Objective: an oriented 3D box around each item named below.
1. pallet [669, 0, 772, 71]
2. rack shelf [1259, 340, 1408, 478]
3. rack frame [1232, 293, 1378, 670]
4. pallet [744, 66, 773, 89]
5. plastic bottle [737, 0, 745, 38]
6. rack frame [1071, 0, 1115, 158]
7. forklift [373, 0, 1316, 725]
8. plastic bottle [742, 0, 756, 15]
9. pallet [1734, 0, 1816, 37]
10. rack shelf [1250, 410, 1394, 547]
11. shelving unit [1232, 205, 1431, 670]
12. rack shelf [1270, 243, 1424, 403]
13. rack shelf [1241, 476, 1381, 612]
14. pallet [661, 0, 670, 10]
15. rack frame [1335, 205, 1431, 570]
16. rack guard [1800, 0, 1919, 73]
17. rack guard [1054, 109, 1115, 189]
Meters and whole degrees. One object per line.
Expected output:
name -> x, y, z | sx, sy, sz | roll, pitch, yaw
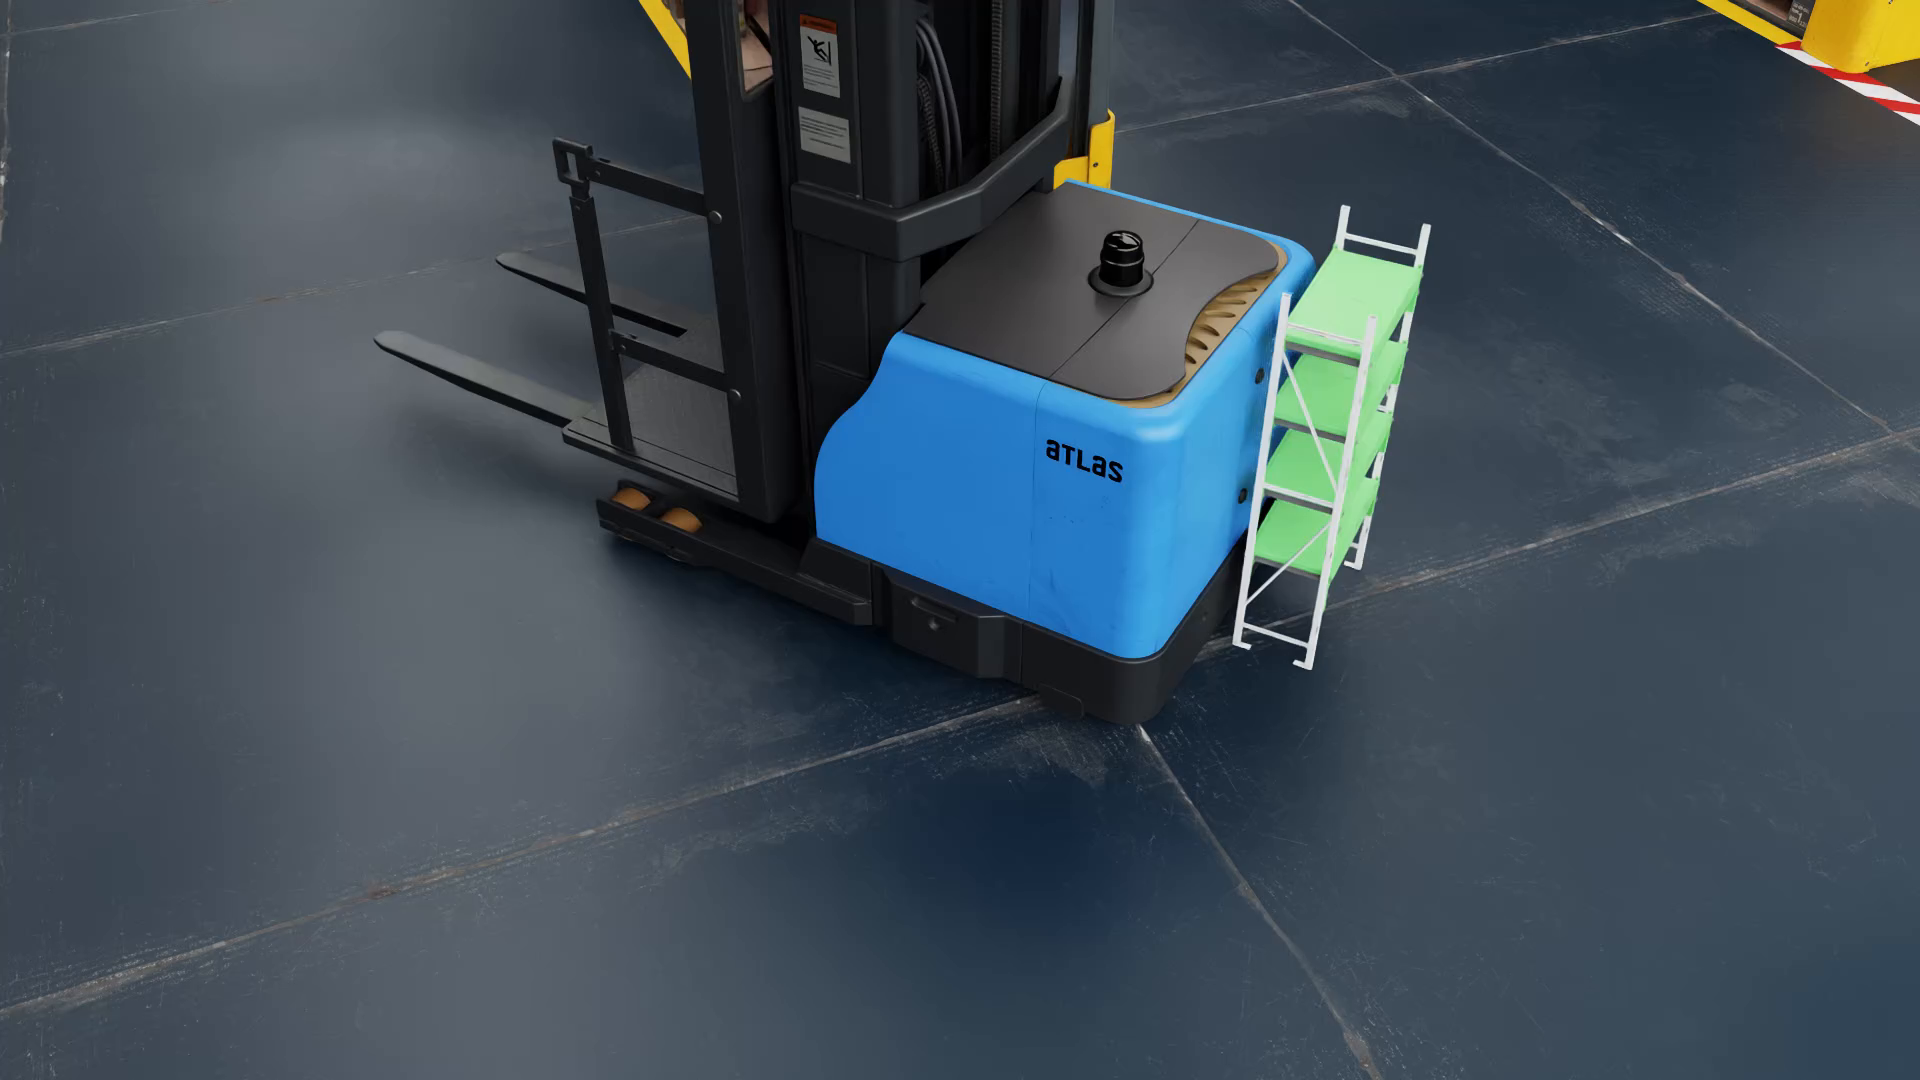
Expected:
pallet -> -0.762, -2.480, 7.972 | 1.003, 0.211, 1.213 | -15, 43, -17
rack shelf -> 1.018, -0.393, 4.516 | 0.258, 0.148, 0.480 | 18, 44, 20
rack frame -> 0.908, -0.118, 4.466 | 0.240, 1.200, 0.015 | 18, 44, 20
pallet -> -0.299, -1.746, 7.119 | 1.003, 0.211, 1.213 | -15, 43, -17
plastic bottle -> -1.028, -2.381, 7.527 | 0.097, 0.201, 0.097 | 0, 41, 0
rack frame -> 0.080, -2.279, 5.599 | 1.000, 3.000, 0.127 | -15, 43, -17
forklift -> -0.543, -1.320, 4.537 | 3.031, 2.935, 1.130 | 21, 45, 23
plastic bottle -> -1.001, -2.598, 7.717 | 0.061, 0.283, 0.133 | -15, 43, -17
pallet -> 4.349, -3.001, 8.578 | 1.003, 0.211, 1.213 | -15, 43, -17
rack shelf -> 1.020, -0.211, 4.672 | 0.258, 0.148, 0.480 | 18, 44, 20
shelving unit -> 1.019, -0.260, 4.631 | 0.258, 1.200, 0.503 | 18, 44, 20
rack shelf -> 1.017, -0.576, 4.360 | 0.258, 0.148, 0.480 | 18, 44, 20
rack shelf -> 1.021, -0.029, 4.828 | 0.258, 0.148, 0.480 | 18, 44, 20
pallet -> -1.232, -3.216, 8.828 | 1.003, 0.211, 1.213 | -15, 43, -17
rack frame -> 1.130, -0.401, 4.795 | 0.240, 1.200, 0.015 | 18, 44, 20
rack guard -> 4.627, -2.612, 7.904 | 1.175, 0.500, 0.348 | -15, 43, -17
rack guard -> 0.007, -1.365, 6.454 | 1.175, 0.500, 0.348 | -15, 43, -17
